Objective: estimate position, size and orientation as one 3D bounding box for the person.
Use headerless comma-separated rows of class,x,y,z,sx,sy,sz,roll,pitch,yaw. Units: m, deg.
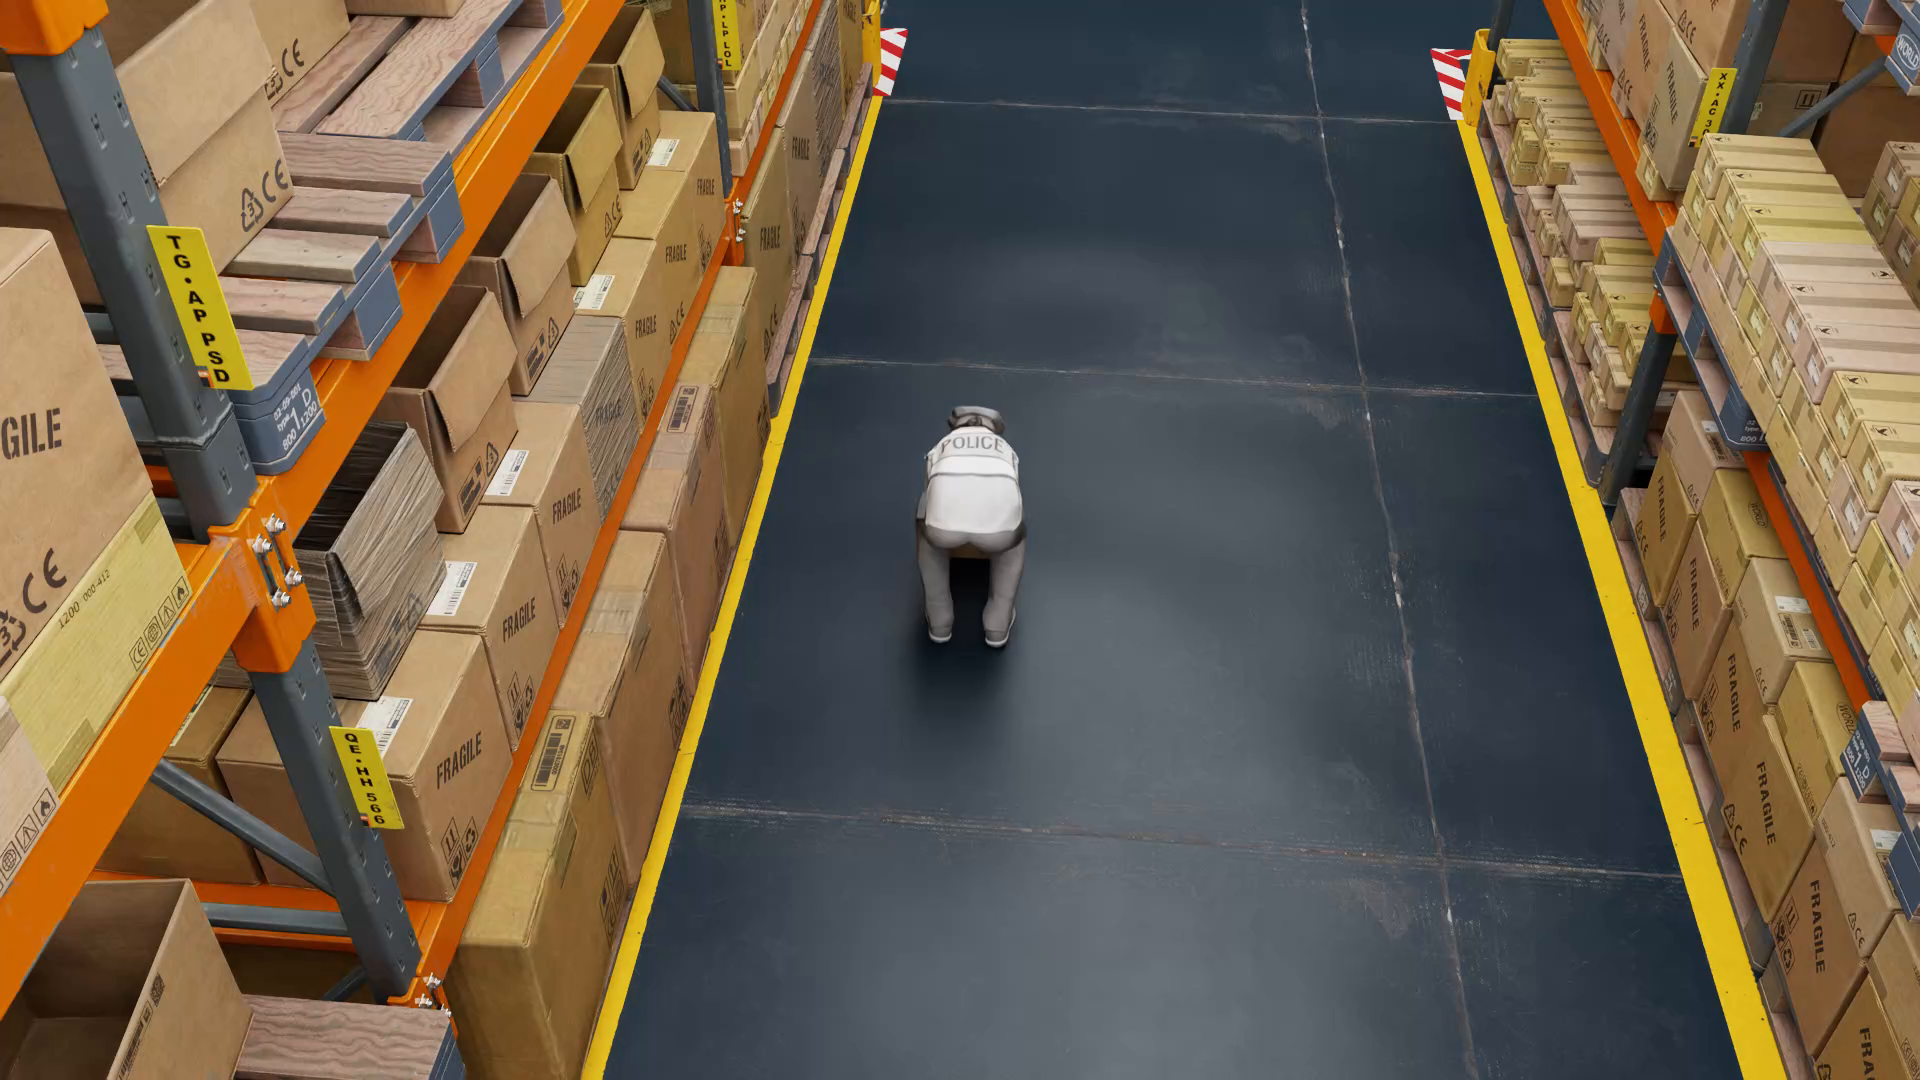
person,0.047,-0.091,6.860,0.466,0.894,0.903,1,40,2
